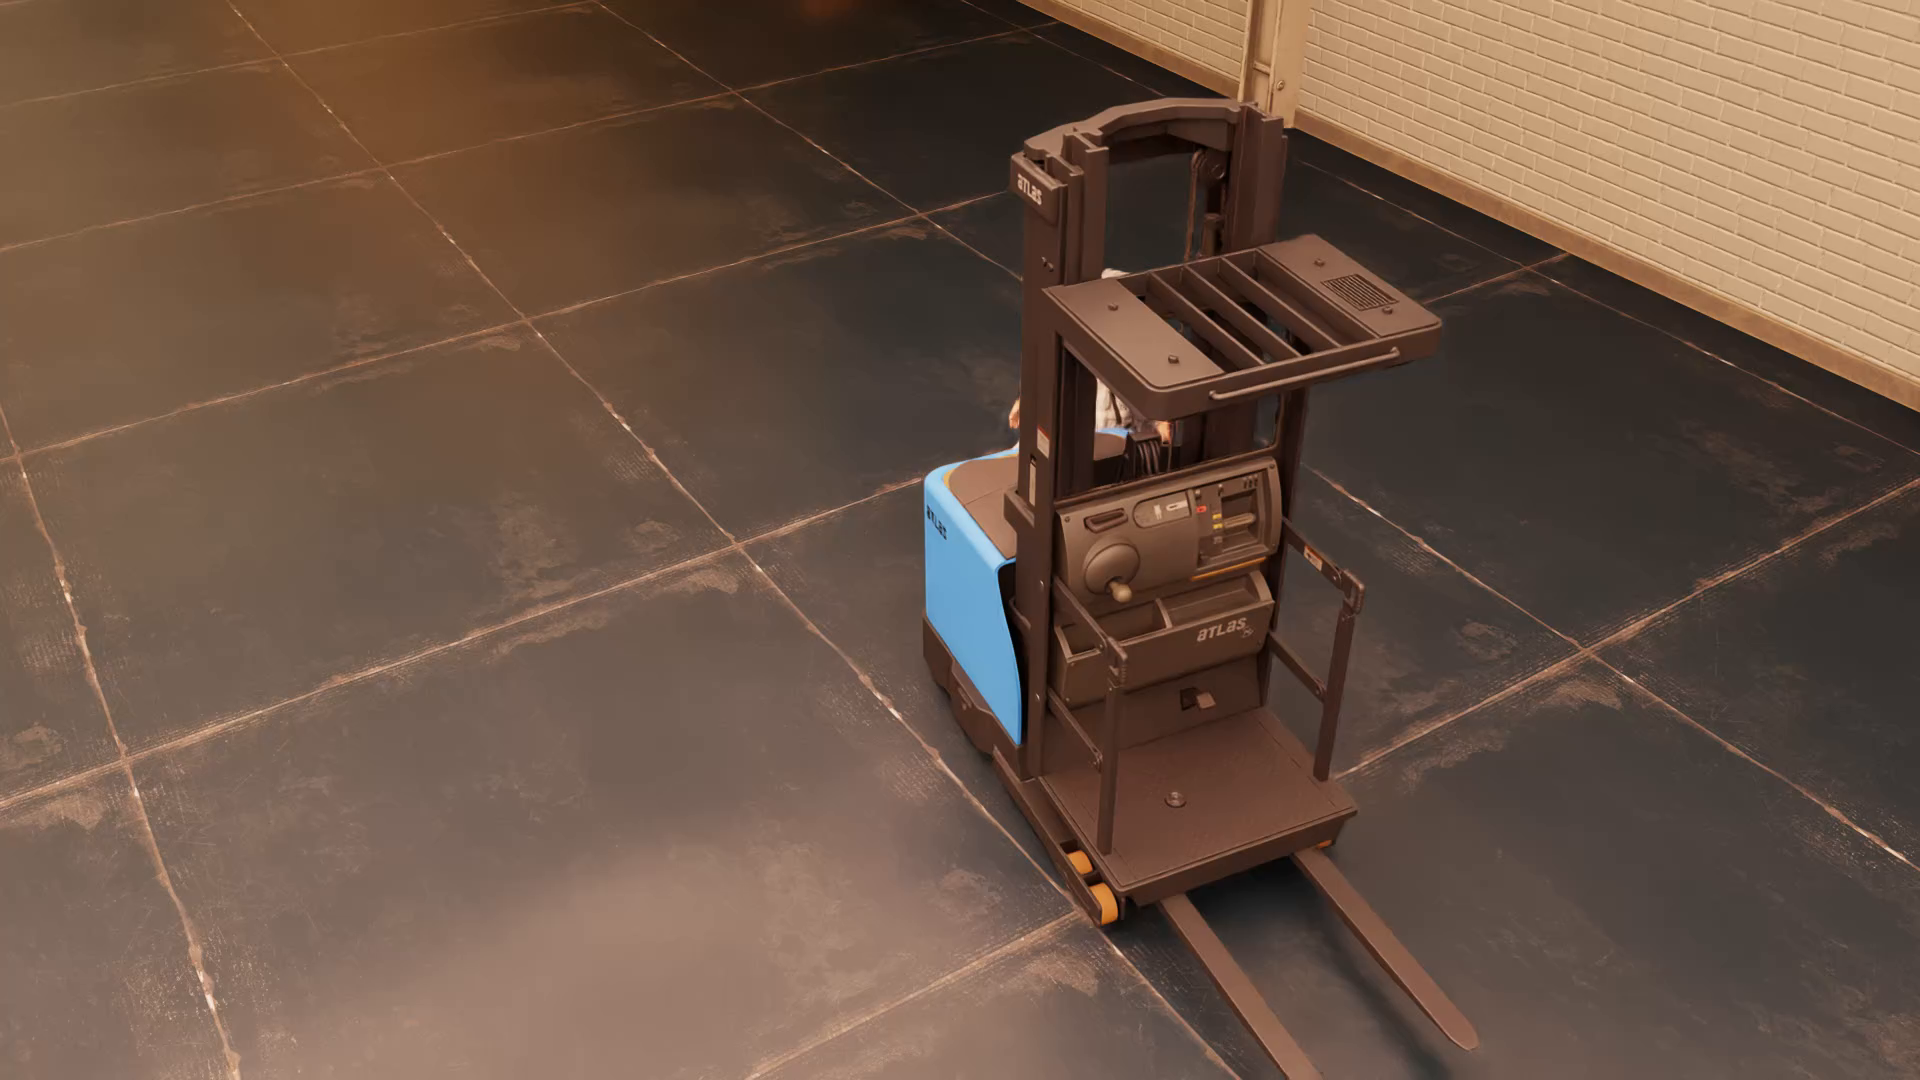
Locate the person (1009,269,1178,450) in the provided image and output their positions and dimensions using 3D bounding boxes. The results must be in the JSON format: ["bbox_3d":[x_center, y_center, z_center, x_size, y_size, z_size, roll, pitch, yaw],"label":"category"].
[{"bbox_3d":[0.705,-0.541,8.109,0.971,1.628,0.727,25,42,31],"label":"person"}]

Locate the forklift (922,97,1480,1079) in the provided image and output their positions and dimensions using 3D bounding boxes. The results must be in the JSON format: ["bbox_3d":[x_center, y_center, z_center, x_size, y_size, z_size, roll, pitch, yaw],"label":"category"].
[{"bbox_3d":[0.892,0.031,6.104,1.130,2.935,3.031,-14,38,-20],"label":"forklift"}]
